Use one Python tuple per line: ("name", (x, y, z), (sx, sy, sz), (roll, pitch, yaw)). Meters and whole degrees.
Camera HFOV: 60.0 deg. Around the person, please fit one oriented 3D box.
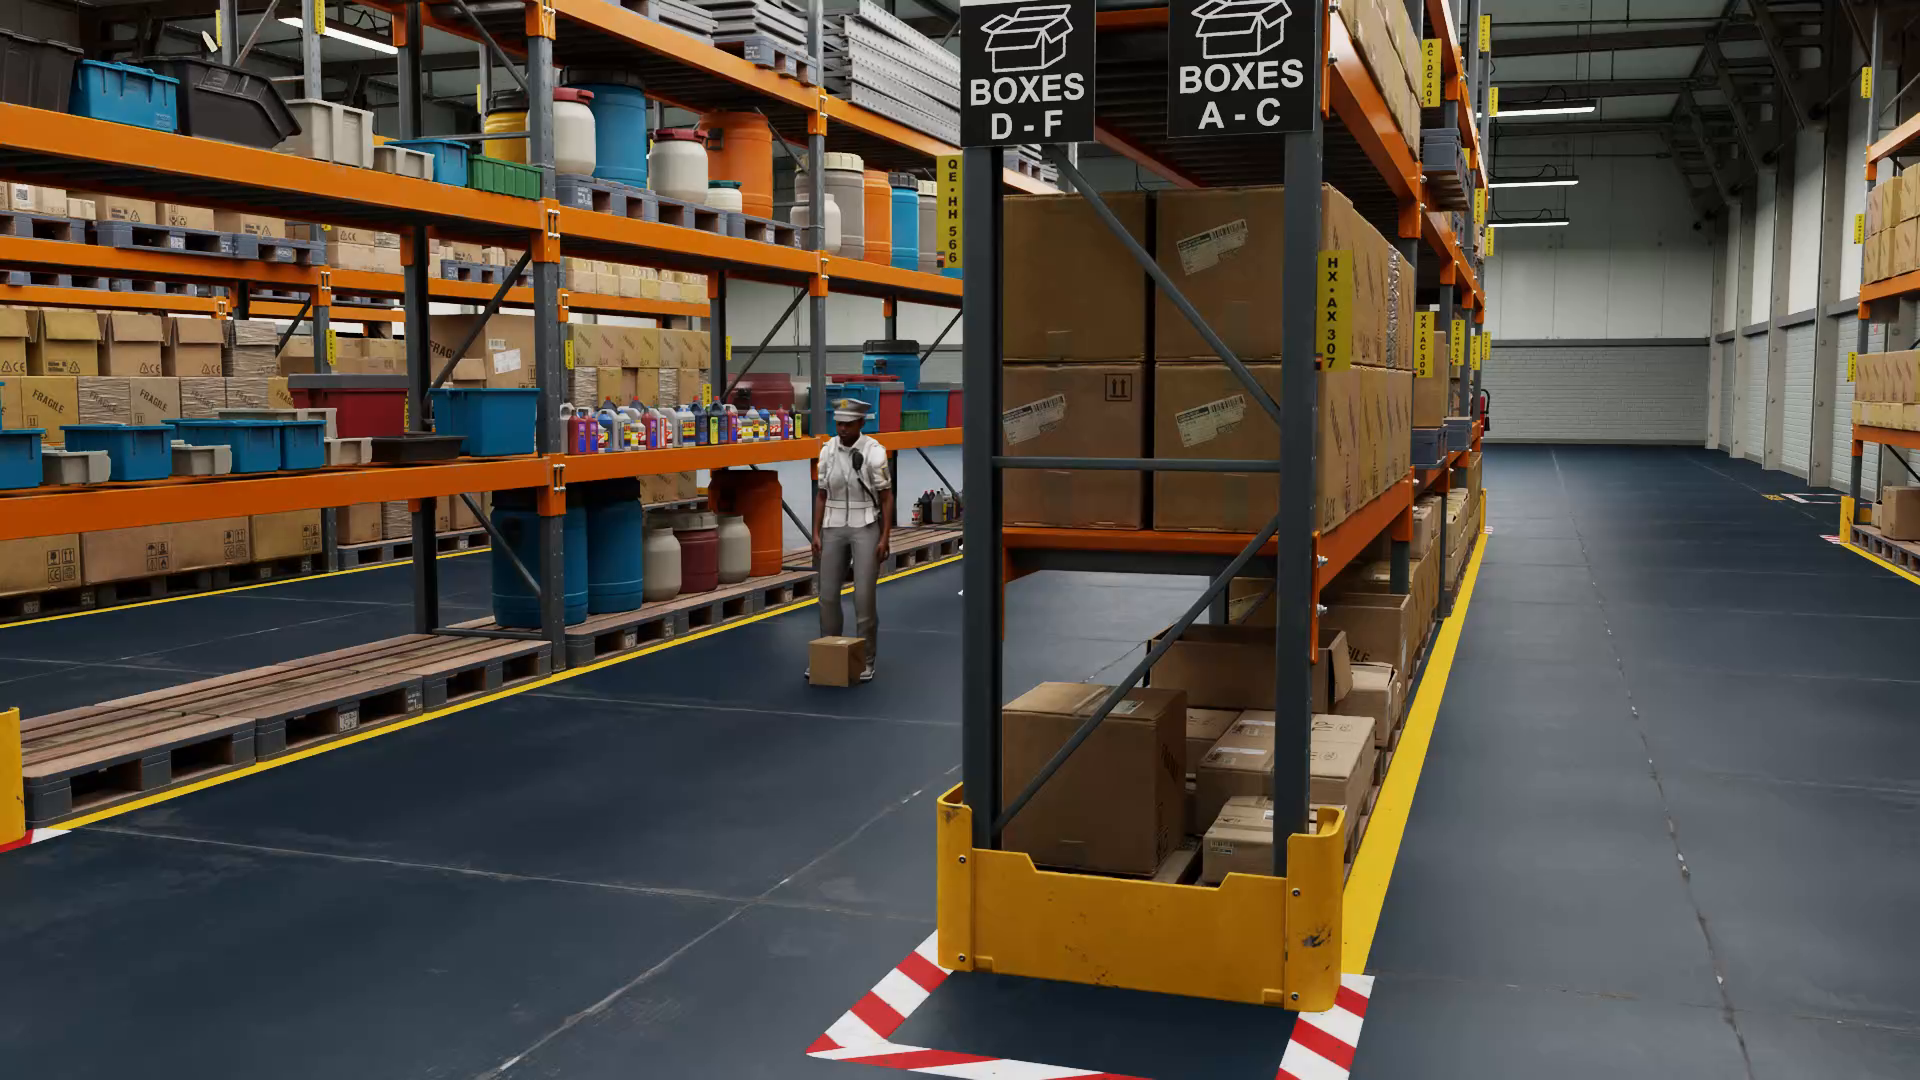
("person", (-0.652, -0.011, 9.870), (0.512, 1.657, 0.416), (2, 6, 18))
